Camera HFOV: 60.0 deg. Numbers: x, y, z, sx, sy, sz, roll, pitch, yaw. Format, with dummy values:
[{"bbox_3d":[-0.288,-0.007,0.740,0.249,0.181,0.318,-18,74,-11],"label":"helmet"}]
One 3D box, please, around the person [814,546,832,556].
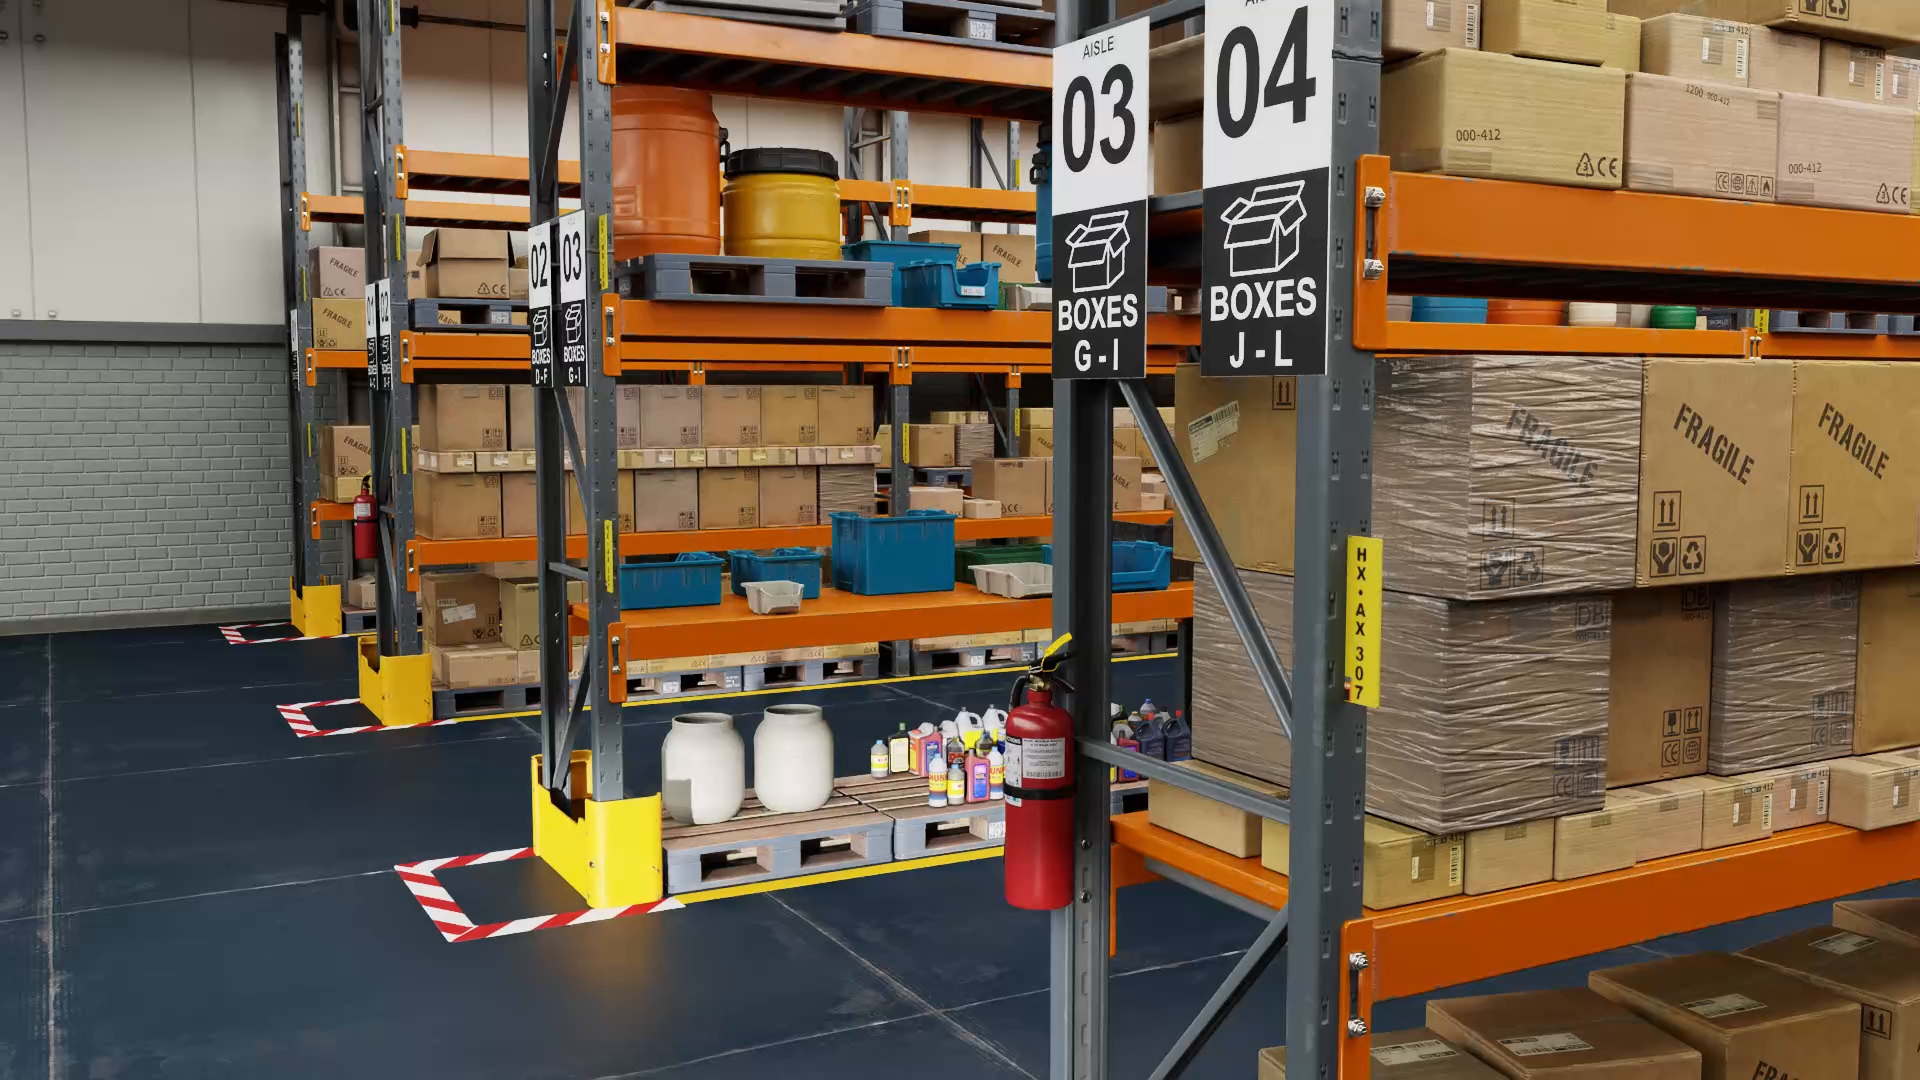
[{"bbox_3d":[-1.471,-0.065,18.143,0.758,1.736,0.571,-1,5,-8],"label":"person"}]
